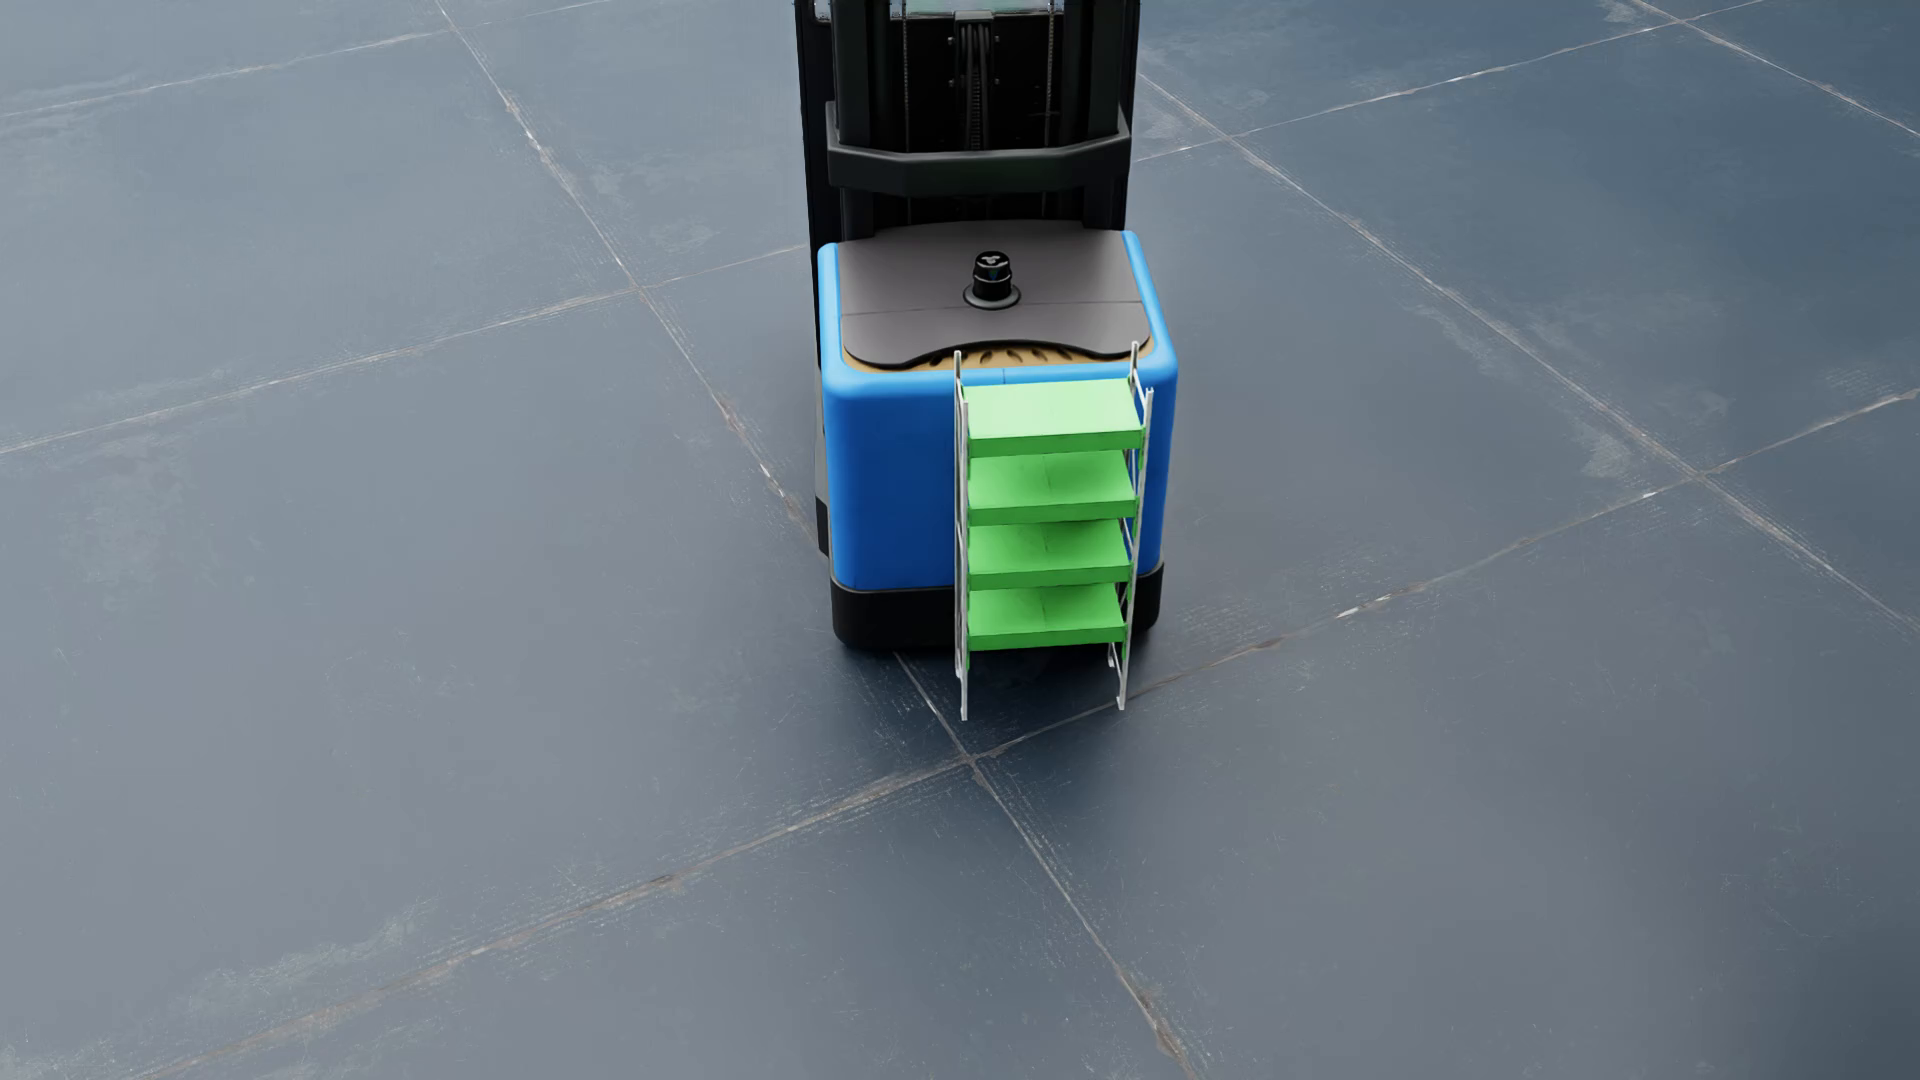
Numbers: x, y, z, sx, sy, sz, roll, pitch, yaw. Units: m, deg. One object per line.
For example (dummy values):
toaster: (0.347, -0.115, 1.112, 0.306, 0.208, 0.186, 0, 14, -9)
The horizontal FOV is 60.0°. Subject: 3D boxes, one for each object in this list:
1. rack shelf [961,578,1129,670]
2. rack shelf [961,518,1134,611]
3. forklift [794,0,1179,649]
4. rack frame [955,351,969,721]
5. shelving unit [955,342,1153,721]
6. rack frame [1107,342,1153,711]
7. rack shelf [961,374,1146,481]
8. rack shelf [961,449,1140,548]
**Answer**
rack shelf: (0.247, 0.239, 5.025, 0.480, 0.148, 0.258, -3, 40, -4)
rack shelf: (0.247, 0.056, 4.870, 0.480, 0.148, 0.258, -3, 40, -4)
forklift: (0.002, -1.716, 5.525, 1.130, 2.935, 3.031, -3, 40, -4)
rack frame: (0.004, 0.022, 4.812, 0.015, 1.200, 0.240, -3, 40, -4)
shelving unit: (0.247, 0.007, 4.829, 0.503, 1.200, 0.258, -3, 40, -4)
rack frame: (0.490, -0.007, 4.846, 0.015, 1.200, 0.240, -3, 40, -4)
rack shelf: (0.247, -0.311, 4.560, 0.480, 0.148, 0.258, -3, 40, -4)
rack shelf: (0.247, -0.127, 4.715, 0.480, 0.148, 0.258, -3, 40, -4)
